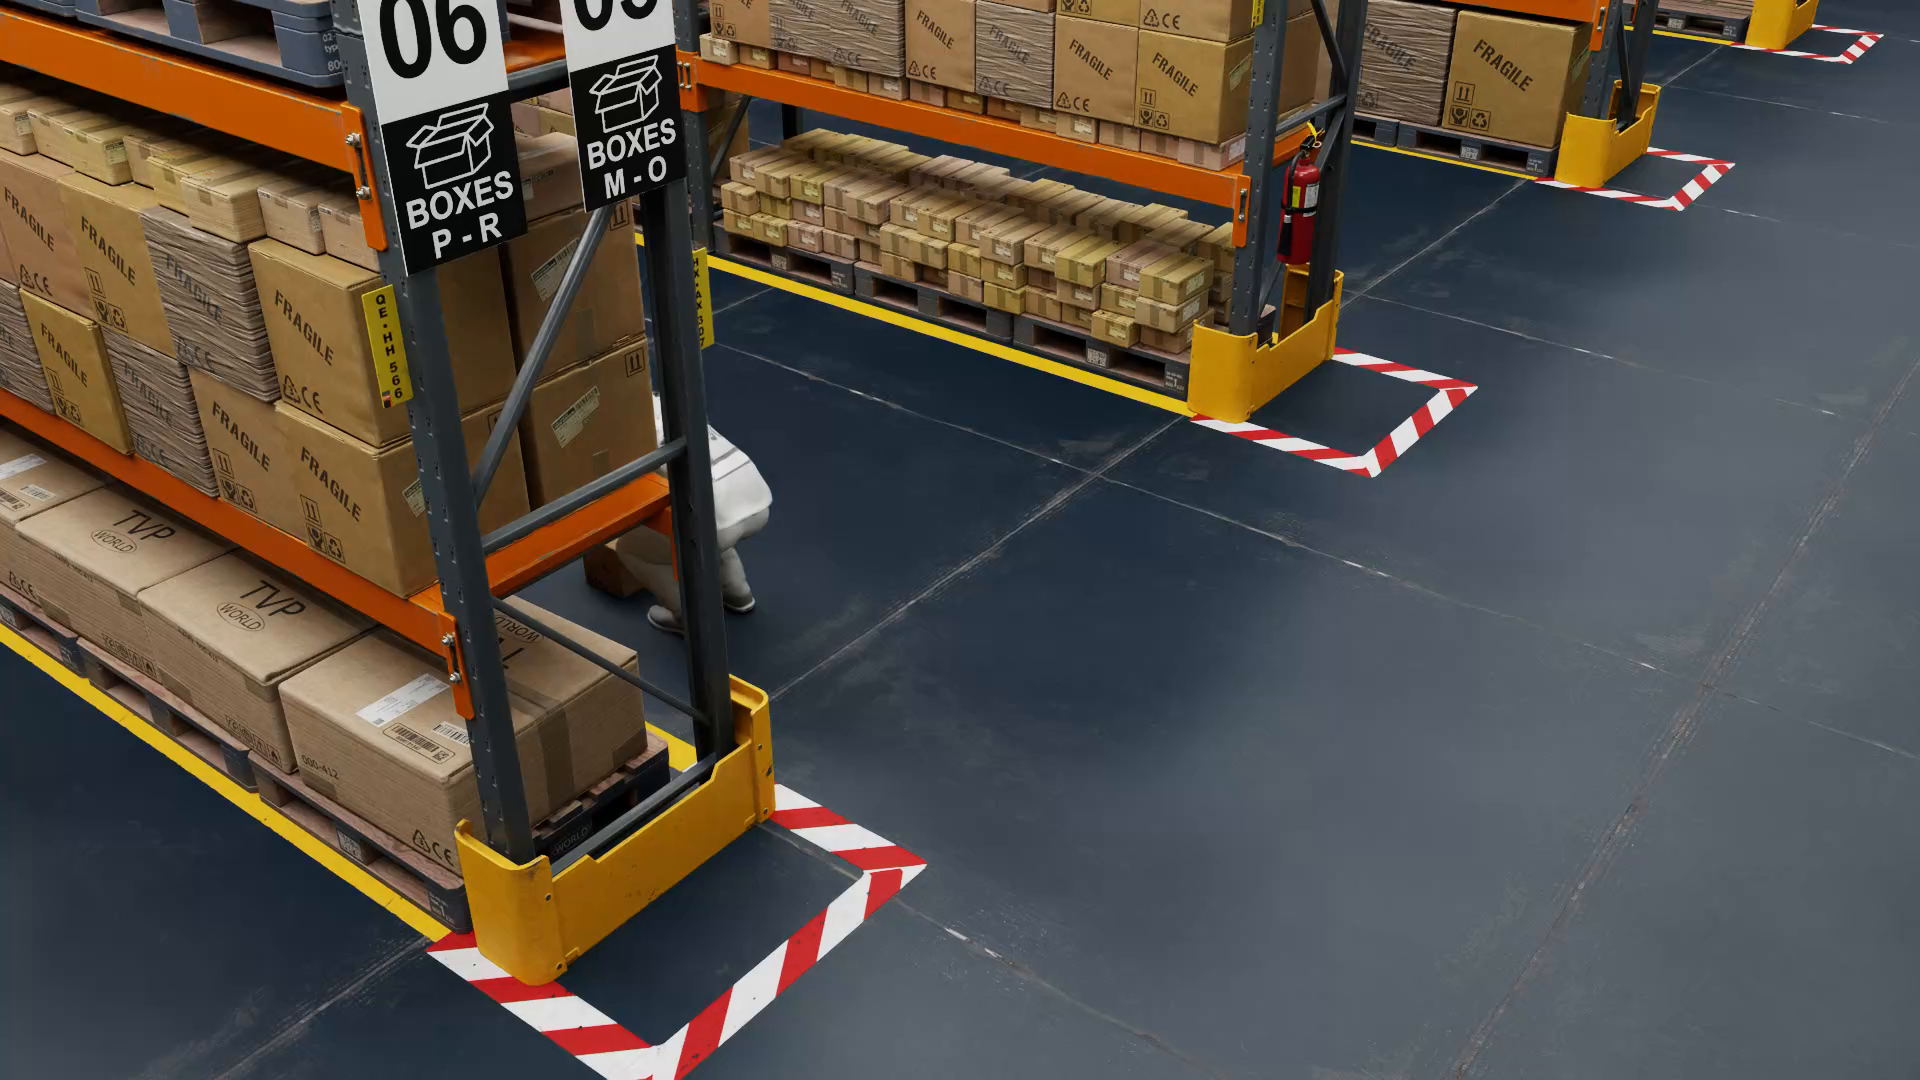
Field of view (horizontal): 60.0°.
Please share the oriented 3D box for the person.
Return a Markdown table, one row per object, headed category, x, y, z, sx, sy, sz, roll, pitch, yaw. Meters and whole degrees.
| category | x | y | z | sx | sy | sz | roll | pitch | yaw |
| --- | --- | --- | --- | --- | --- | --- | --- | --- | --- |
| person | -1.249 | -0.159 | 7.061 | 0.934 | 1.075 | 0.571 | 21 | 37 | 31 |
